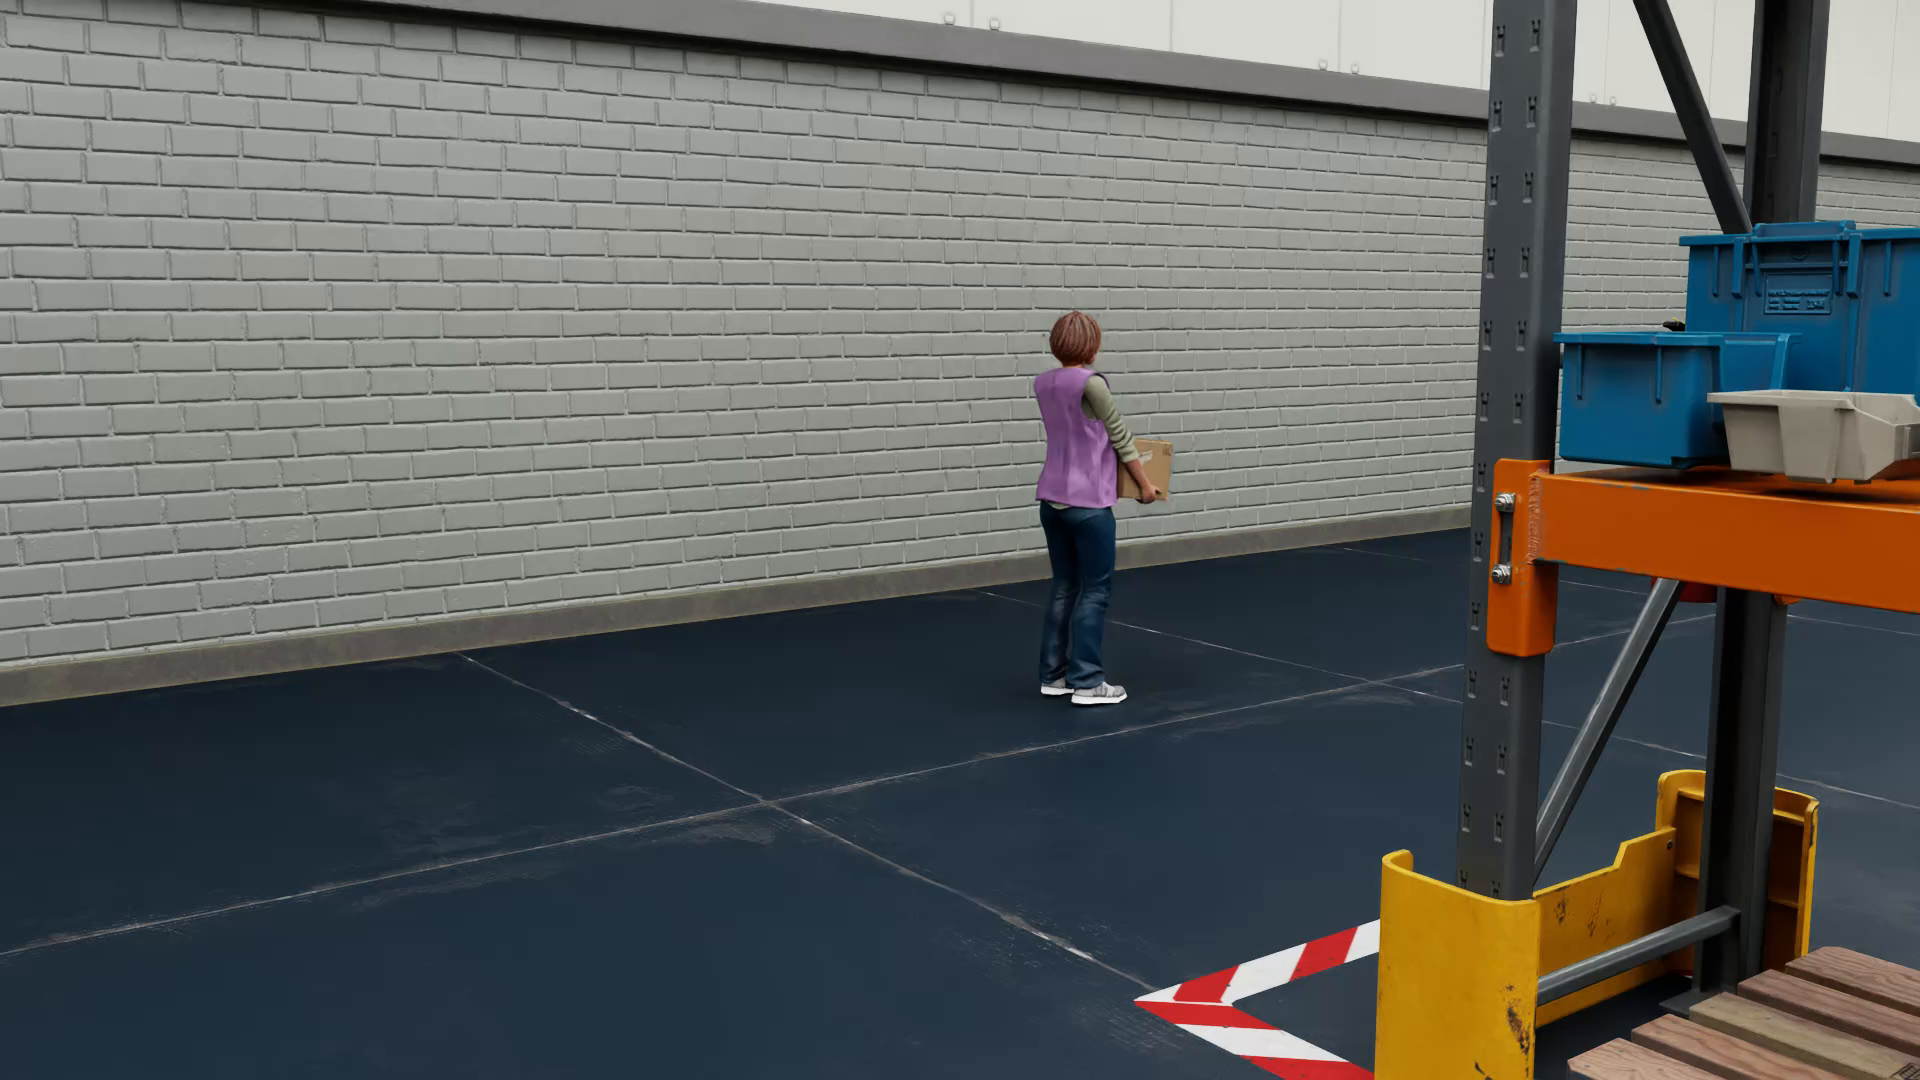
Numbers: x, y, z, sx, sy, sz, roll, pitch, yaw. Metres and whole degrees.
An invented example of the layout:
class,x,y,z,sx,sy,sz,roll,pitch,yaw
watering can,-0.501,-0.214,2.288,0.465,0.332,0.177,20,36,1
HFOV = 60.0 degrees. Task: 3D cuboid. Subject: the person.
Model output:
class,x,y,z,sx,sy,sz,roll,pitch,yaw
person,0.495,-0.019,6.813,0.362,1.374,0.375,-6,10,-36
